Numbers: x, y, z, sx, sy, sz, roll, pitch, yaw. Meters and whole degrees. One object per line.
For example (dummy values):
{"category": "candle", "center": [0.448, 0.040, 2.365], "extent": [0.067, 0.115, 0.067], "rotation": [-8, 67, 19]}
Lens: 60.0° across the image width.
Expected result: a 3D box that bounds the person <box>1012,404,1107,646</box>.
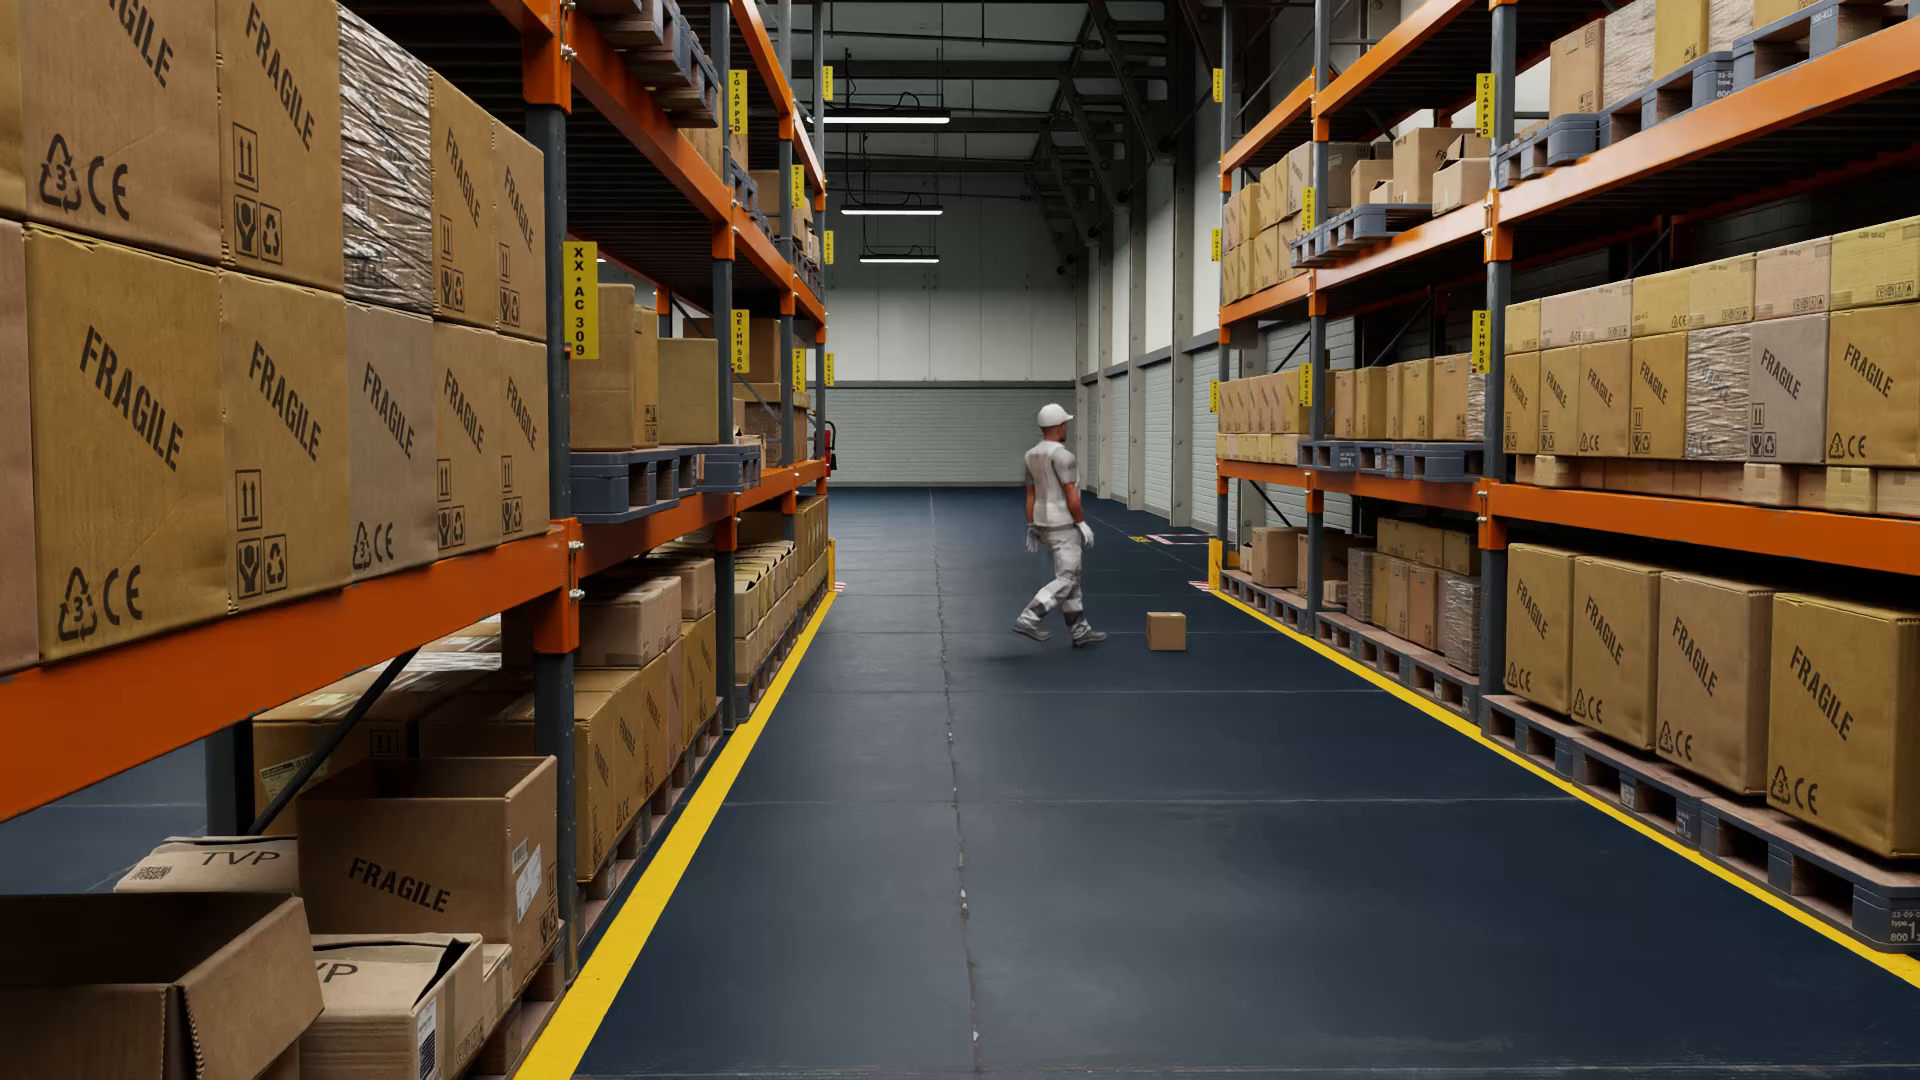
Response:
{"category": "person", "center": [0.732, -0.093, 11.942], "extent": [0.910, 1.764, 0.548], "rotation": [-2, 4, -25]}
